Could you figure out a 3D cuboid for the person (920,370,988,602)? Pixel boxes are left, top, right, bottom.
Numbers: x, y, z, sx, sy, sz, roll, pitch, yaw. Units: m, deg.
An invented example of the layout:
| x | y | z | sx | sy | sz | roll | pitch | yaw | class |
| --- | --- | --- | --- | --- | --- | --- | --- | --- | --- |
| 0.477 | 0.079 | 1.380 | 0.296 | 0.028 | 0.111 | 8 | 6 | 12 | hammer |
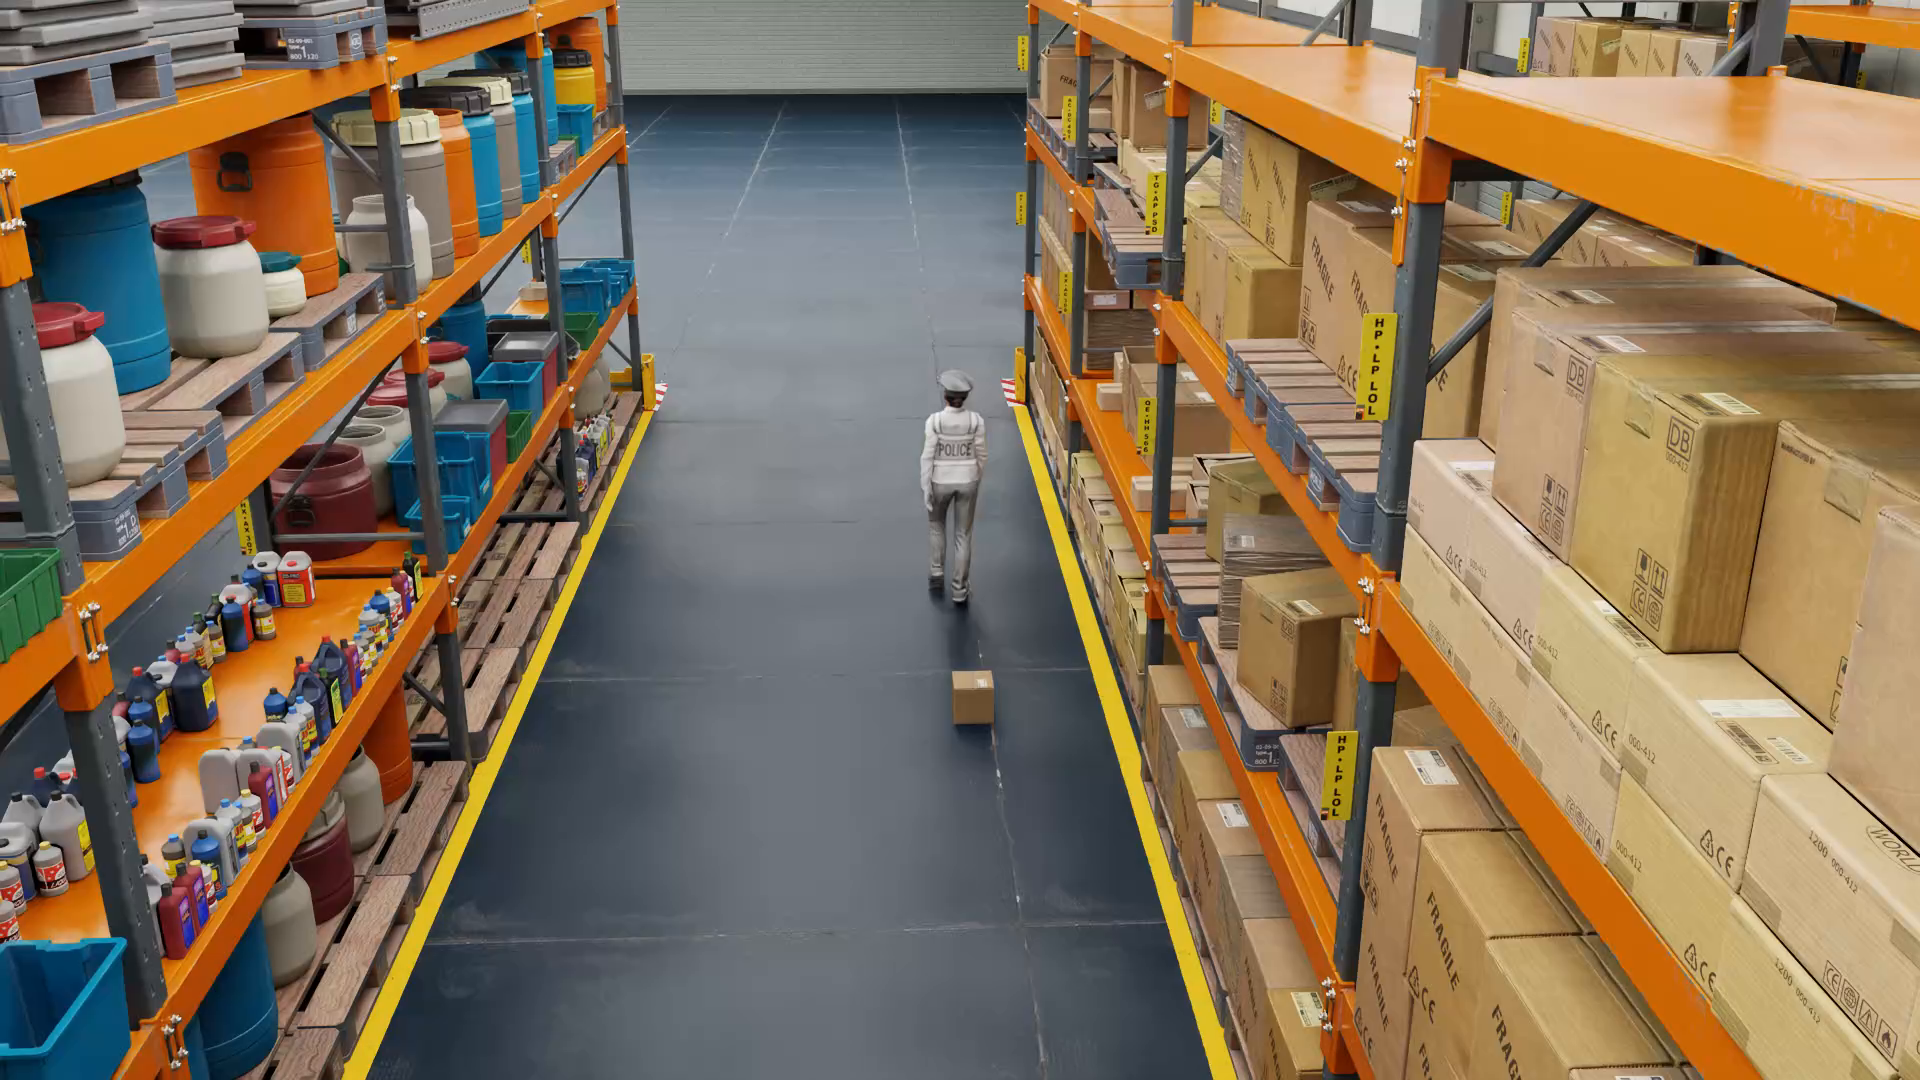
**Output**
| x | y | z | sx | sy | sz | roll | pitch | yaw | class |
| --- | --- | --- | --- | --- | --- | --- | --- | --- | --- |
| -0.045 | -0.400 | 12.133 | 0.500 | 1.722 | 0.724 | -1 | 21 | -3 | person |
